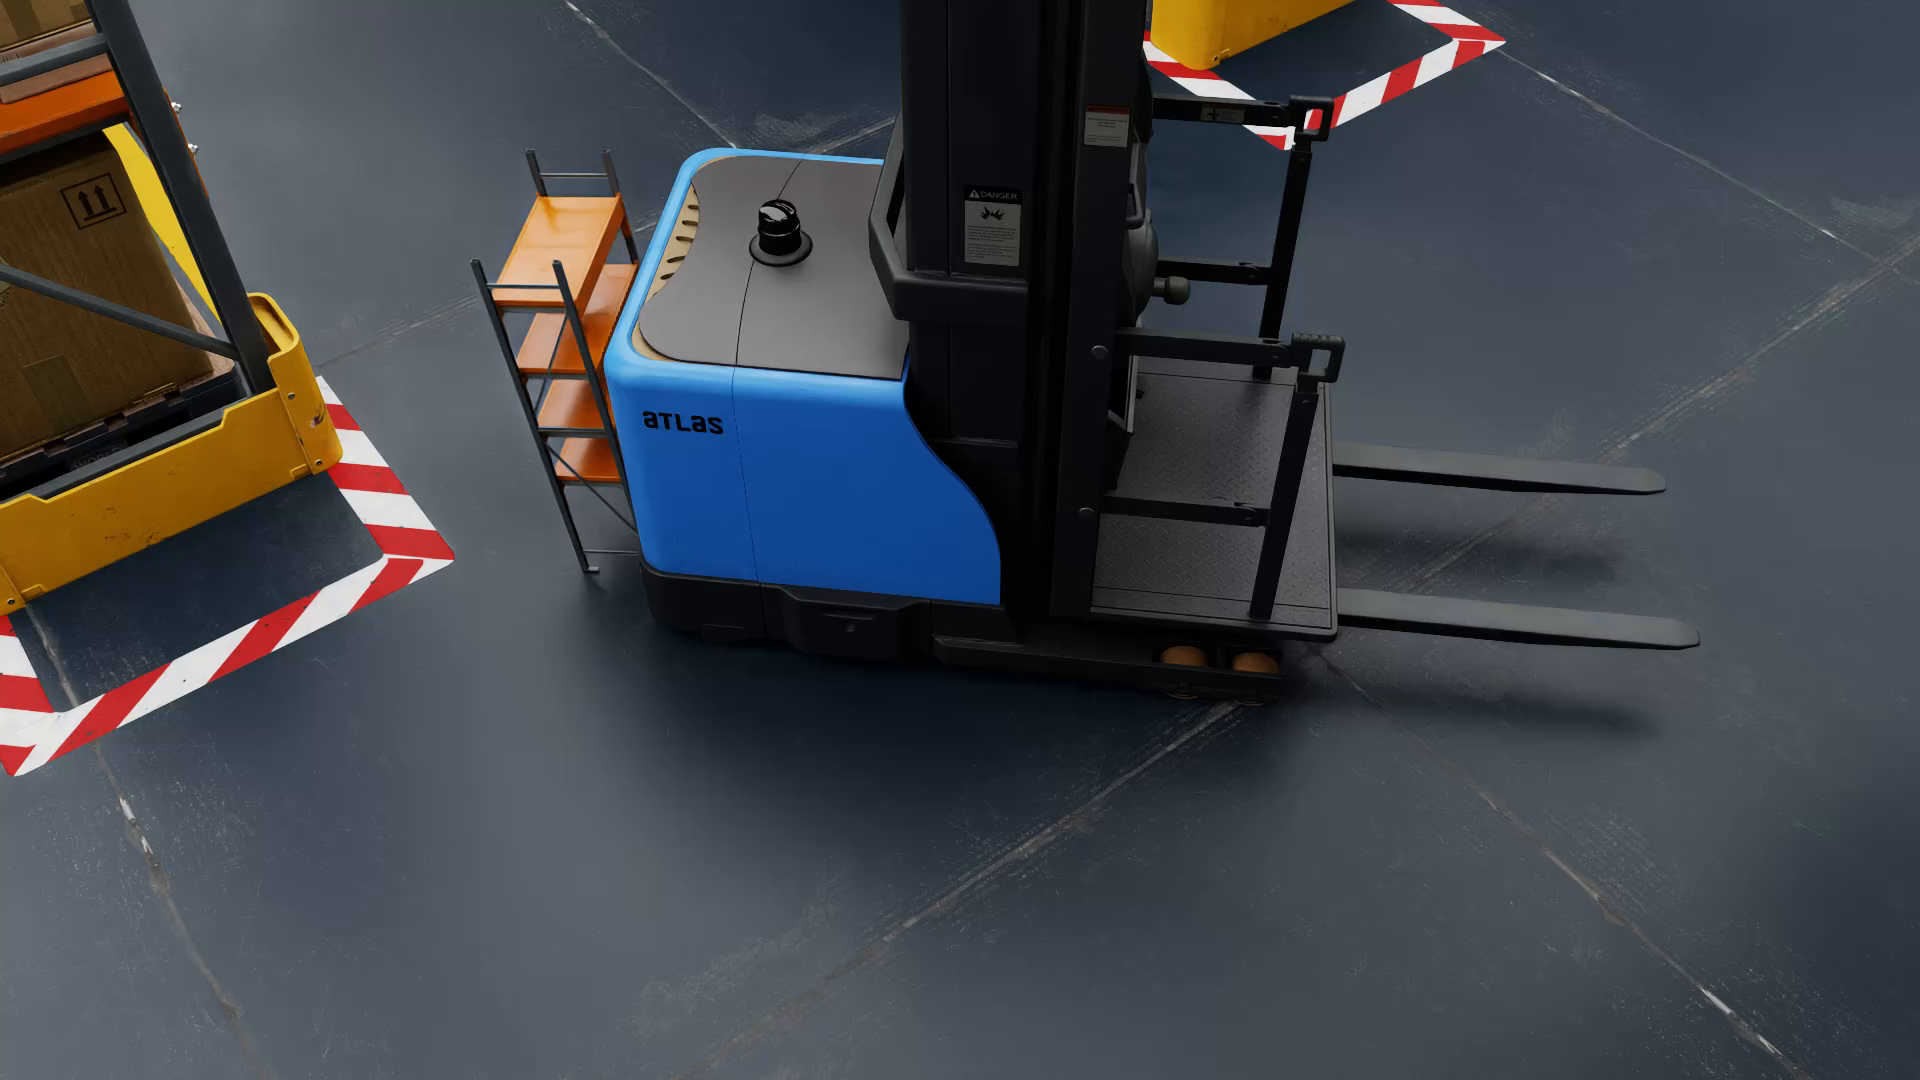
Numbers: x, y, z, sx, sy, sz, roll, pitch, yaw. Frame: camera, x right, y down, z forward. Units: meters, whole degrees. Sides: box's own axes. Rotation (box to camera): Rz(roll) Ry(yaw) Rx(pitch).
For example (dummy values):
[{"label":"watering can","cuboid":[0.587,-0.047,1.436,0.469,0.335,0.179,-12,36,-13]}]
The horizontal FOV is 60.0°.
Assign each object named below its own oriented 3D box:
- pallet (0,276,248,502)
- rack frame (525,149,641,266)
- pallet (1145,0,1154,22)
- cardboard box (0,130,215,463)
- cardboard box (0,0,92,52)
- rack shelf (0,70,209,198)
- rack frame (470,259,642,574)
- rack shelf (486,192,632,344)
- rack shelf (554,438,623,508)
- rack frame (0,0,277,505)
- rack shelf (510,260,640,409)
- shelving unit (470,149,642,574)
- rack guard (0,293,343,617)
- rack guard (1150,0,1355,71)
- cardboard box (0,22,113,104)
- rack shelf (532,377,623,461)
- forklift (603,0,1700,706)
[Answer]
[{"label":"pallet","cuboid":[-3.146,-0.629,5.677,1.003,0.211,1.213,-29,54,-24]},{"label":"rack frame","cuboid":[-1.041,-0.669,5.035,0.240,1.200,0.015,2,48,8]},{"label":"pallet","cuboid":[0.874,-2.918,7.753,1.003,0.211,1.213,-29,54,-24]},{"label":"cardboard box","cuboid":[-3.051,-0.898,5.190,0.875,0.875,0.875,-29,54,-24]},{"label":"cardboard box","cuboid":[-2.675,-1.583,4.560,0.500,0.250,0.500,-31,55,-25]},{"label":"rack shelf","cuboid":[-3.811,-2.067,5.584,1.077,0.370,4.000,-29,54,-24]},{"label":"rack frame","cuboid":[-1.097,-0.310,4.709,0.240,1.200,0.015,2,48,8]},{"label":"rack shelf","cuboid":[-1.099,-0.756,4.584,0.258,0.148,0.480,2,48,8]},{"label":"rack shelf","cuboid":[-1.049,-0.310,5.067,0.258,0.148,0.480,2,48,8]},{"label":"rack frame","cuboid":[-2.600,-1.129,4.249,1.000,3.000,0.127,-29,54,-24]},{"label":"rack shelf","cuboid":[-1.081,-0.596,4.757,0.258,0.148,0.480,2,48,8]},{"label":"shelving unit","cuboid":[-1.069,-0.490,4.872,0.258,1.200,0.503,2,48,8]},{"label":"rack guard","cuboid":[-2.585,-0.275,5.162,1.175,0.500,0.348,-29,54,-24]},{"label":"rack guard","cuboid":[1.367,-2.503,7.181,1.175,0.500,0.348,-29,54,-24]},{"label":"cardboard box","cuboid":[-2.552,-1.402,4.666,0.380,0.149,0.250,-29,54,-24]},{"label":"rack shelf","cuboid":[-1.064,-0.444,4.921,0.258,0.148,0.480,2,48,8]},{"label":"forklift","cuboid":[0.626,-0.926,4.111,3.031,2.935,1.130,5,48,5]}]
